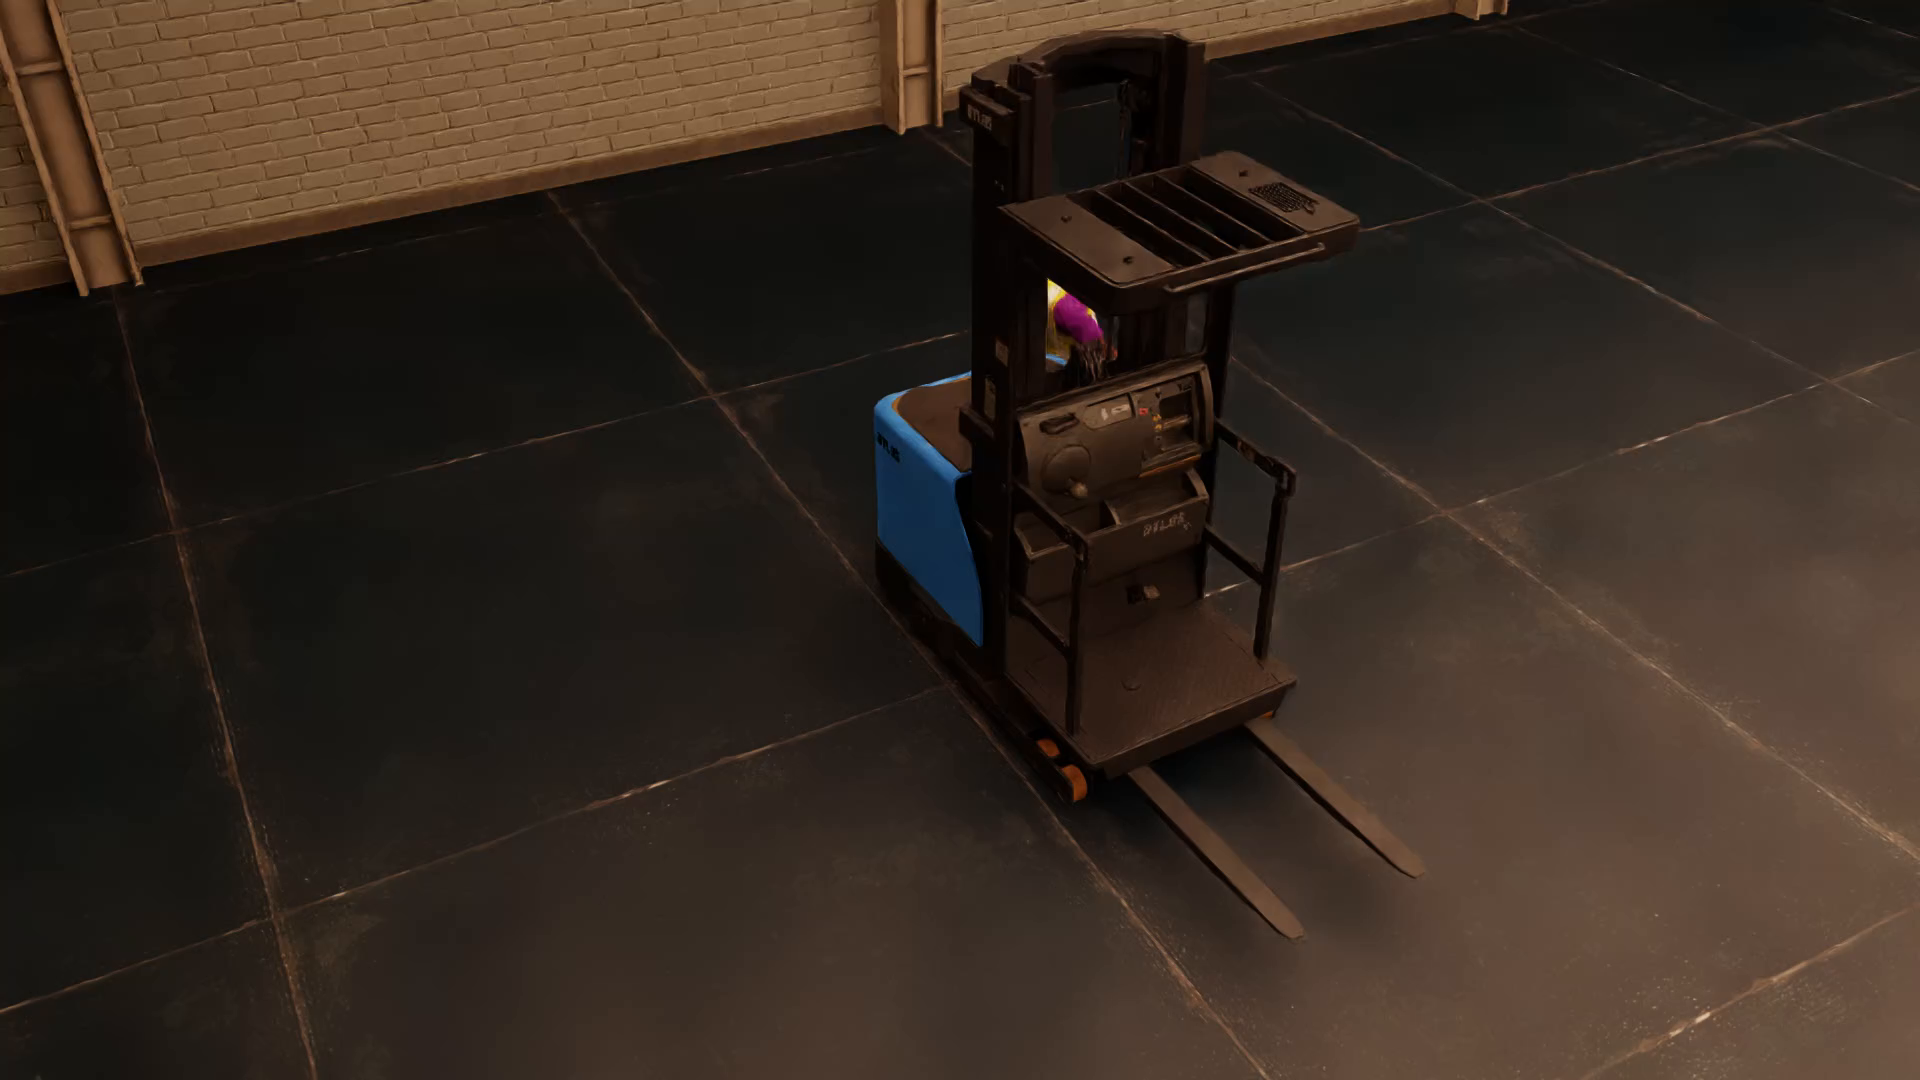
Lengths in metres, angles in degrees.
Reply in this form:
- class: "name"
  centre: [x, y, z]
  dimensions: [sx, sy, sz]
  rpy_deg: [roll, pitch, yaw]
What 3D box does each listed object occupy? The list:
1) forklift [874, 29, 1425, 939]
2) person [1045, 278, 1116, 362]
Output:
- class: "forklift"
  centre: [0.759, -0.384, 6.667]
  dimensions: [1.130, 2.935, 3.031]
  rpy_deg: [-19, 39, -24]
- class: "person"
  centre: [0.608, -0.873, 8.488]
  dimensions: [0.804, 1.626, 0.849]
  rpy_deg: [26, 43, 32]
